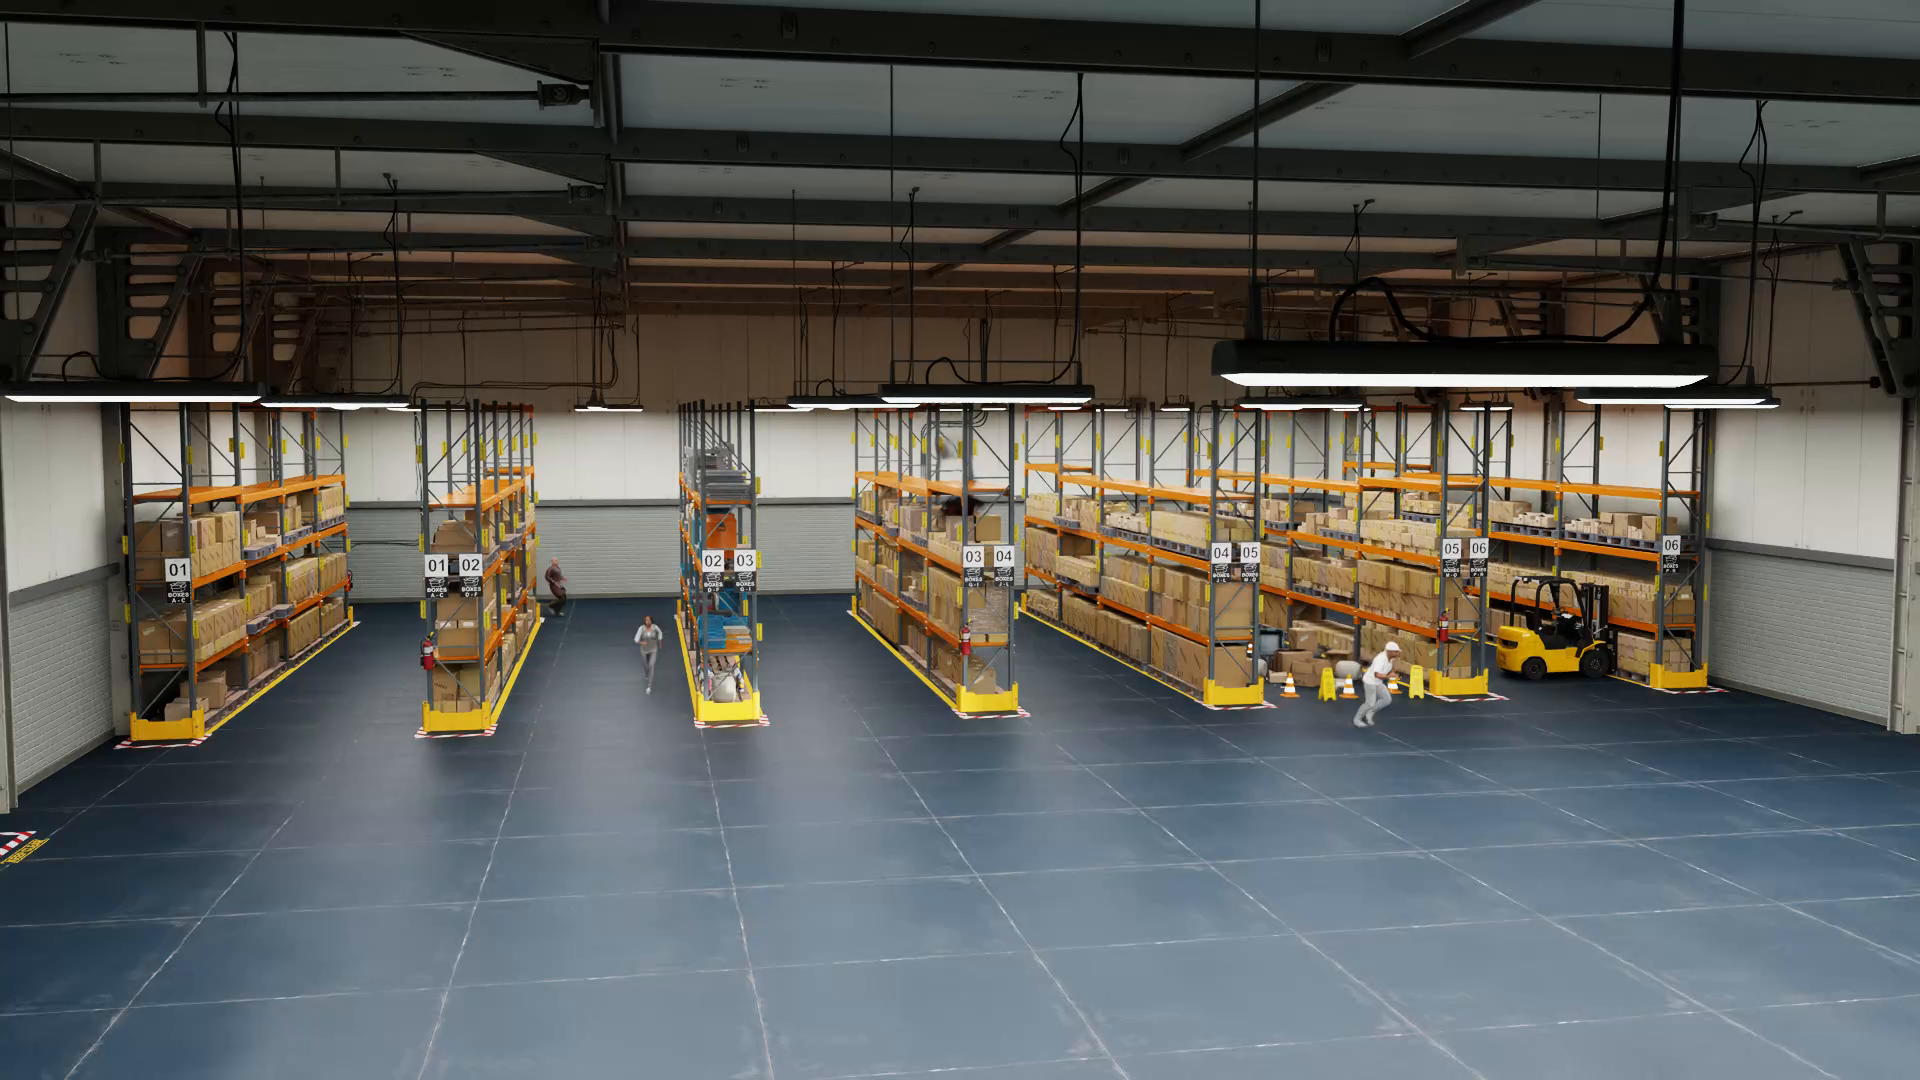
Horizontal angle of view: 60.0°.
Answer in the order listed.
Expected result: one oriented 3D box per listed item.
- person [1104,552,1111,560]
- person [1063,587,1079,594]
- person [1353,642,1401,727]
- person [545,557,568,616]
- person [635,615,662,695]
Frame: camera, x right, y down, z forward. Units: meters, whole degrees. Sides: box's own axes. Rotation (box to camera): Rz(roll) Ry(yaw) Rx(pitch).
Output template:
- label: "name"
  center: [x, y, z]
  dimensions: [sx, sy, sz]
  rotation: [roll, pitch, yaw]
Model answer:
- label: "person"
  center: [4.202, 1.226, 47.558]
  dimensions: [0.704, 1.764, 1.011]
  rotation: [-2, 5, -27]
- label: "person"
  center: [3.247, 1.106, 49.698]
  dimensions: [0.883, 1.840, 0.584]
  rotation: [0, 4, -7]
- label: "person"
  center: [7.636, 2.626, 30.321]
  dimensions: [0.914, 1.592, 0.739]
  rotation: [3, 5, 36]
- label: "person"
  center: [-11.459, 1.332, 47.159]
  dimensions: [0.617, 1.687, 0.715]
  rotation: [0, 4, 0]
- label: "person"
  center: [-6.440, 2.333, 34.389]
  dimensions: [0.562, 1.609, 0.912]
  rotation: [-1, 4, -12]
